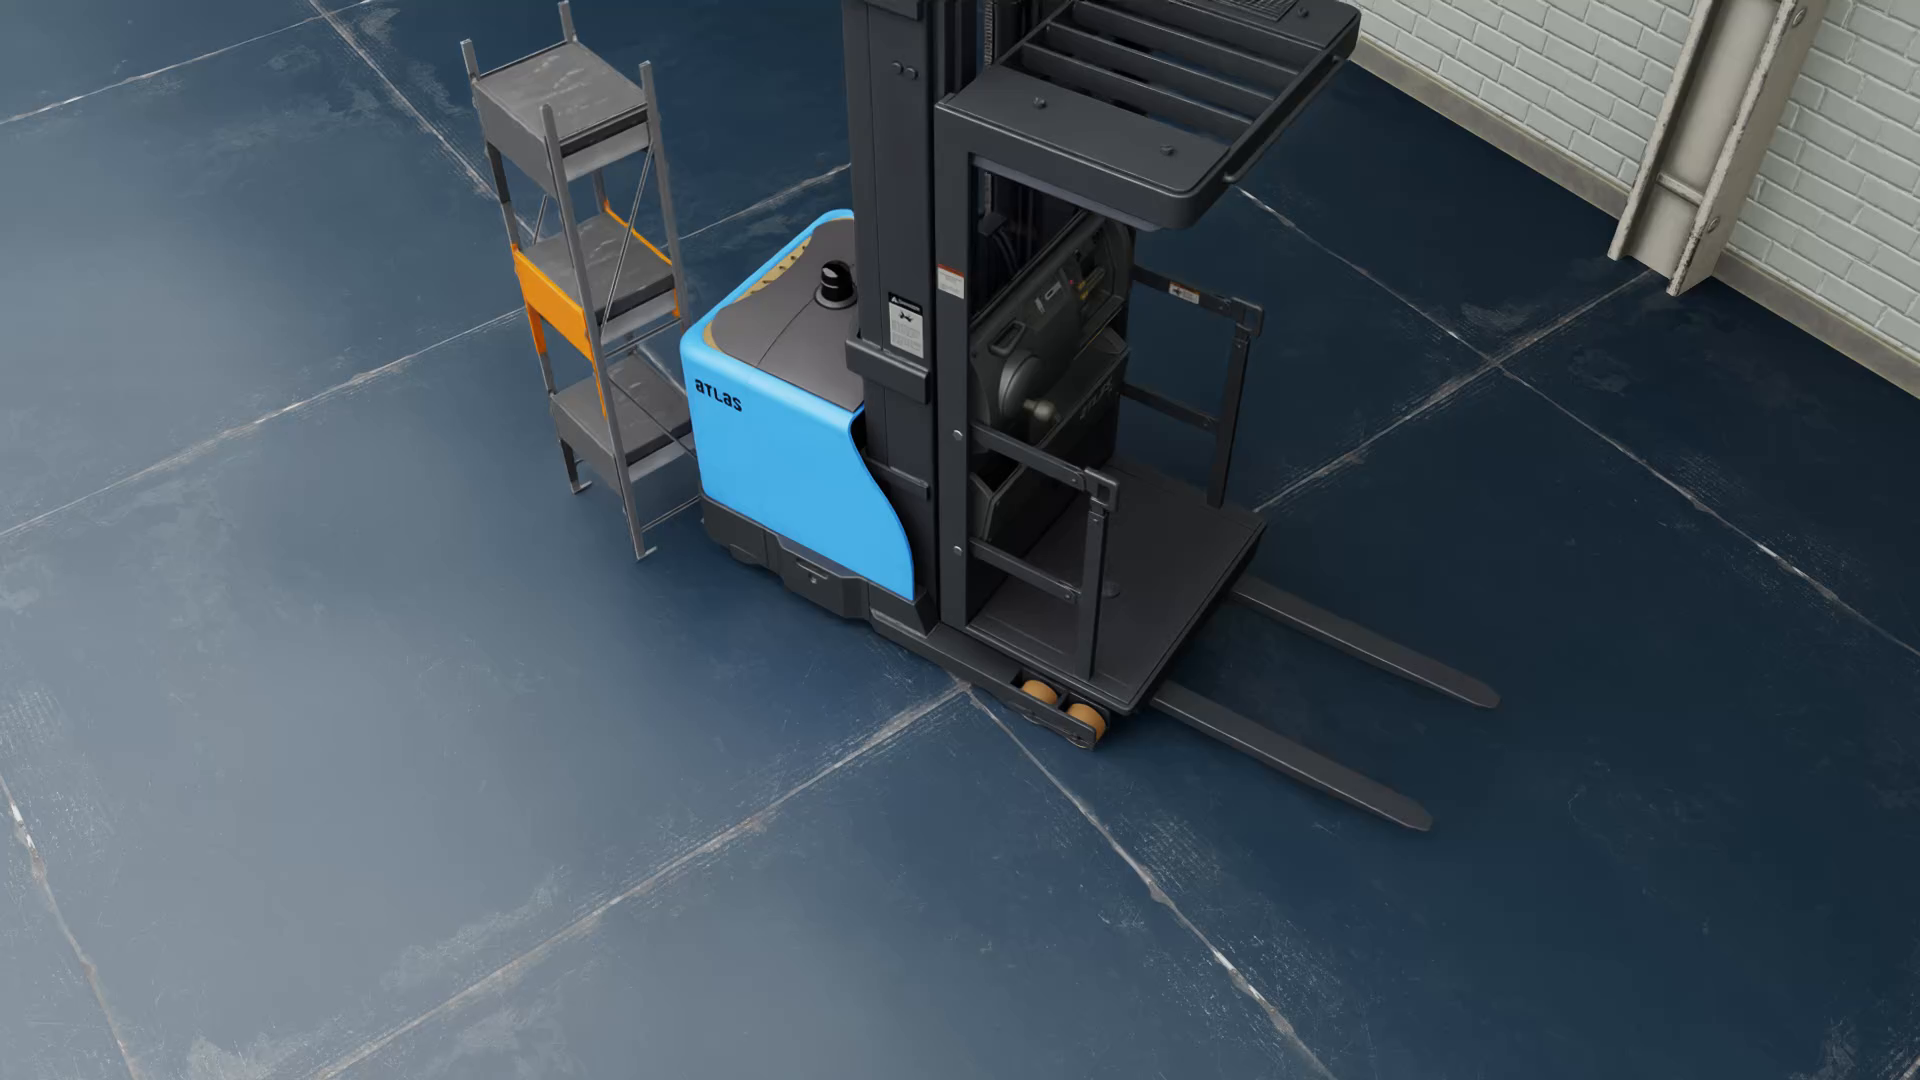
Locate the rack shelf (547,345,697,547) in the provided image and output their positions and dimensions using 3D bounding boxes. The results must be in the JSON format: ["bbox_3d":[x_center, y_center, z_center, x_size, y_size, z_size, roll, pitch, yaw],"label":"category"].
[{"bbox_3d":[-1.300,-0.380,6.639,0.431,0.518,0.480,-33,56,-26],"label":"rack shelf"}]

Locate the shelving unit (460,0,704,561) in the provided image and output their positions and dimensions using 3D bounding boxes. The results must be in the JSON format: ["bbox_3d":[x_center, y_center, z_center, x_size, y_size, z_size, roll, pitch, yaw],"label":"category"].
[{"bbox_3d":[-1.300,-0.859,6.110,0.431,2.100,0.503,-33,56,-26],"label":"shelving unit"}]

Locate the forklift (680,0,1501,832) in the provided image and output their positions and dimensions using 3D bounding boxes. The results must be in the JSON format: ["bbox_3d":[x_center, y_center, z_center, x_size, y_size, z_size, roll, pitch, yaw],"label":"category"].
[{"bbox_3d":[0.485,-0.682,5.389,3.031,2.935,1.130,26,53,22],"label":"forklift"}]

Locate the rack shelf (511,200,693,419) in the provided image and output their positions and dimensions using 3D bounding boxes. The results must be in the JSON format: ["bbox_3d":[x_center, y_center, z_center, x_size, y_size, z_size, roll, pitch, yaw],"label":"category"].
[{"bbox_3d":[-1.300,-0.850,6.121,0.431,0.518,0.480,-33,56,-26],"label":"rack shelf"}]

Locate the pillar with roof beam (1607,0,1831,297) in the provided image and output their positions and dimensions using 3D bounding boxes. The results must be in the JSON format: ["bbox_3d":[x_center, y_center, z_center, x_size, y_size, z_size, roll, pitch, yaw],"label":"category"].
[{"bbox_3d":[-0.078,-2.413,2.862,9.100,9.000,0.400,-29,54,-24],"label":"pillar with roof beam"}]

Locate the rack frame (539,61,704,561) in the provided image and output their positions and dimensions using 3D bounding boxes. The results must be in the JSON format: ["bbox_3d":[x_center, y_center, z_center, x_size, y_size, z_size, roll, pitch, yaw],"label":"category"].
[{"bbox_3d":[-1.141,-0.722,5.986,0.400,2.100,0.015,-33,56,-26],"label":"rack frame"}]

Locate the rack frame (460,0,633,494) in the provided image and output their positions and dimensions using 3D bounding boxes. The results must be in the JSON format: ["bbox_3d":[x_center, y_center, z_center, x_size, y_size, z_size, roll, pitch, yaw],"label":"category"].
[{"bbox_3d":[-1.459,-0.996,6.235,0.400,2.100,0.015,-33,56,-26],"label":"rack frame"}]

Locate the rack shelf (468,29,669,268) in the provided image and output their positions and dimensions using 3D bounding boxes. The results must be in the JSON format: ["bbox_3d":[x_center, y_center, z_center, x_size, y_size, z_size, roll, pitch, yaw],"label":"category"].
[{"bbox_3d":[-1.300,-1.320,5.602,0.431,0.518,0.480,-33,56,-26],"label":"rack shelf"}]
